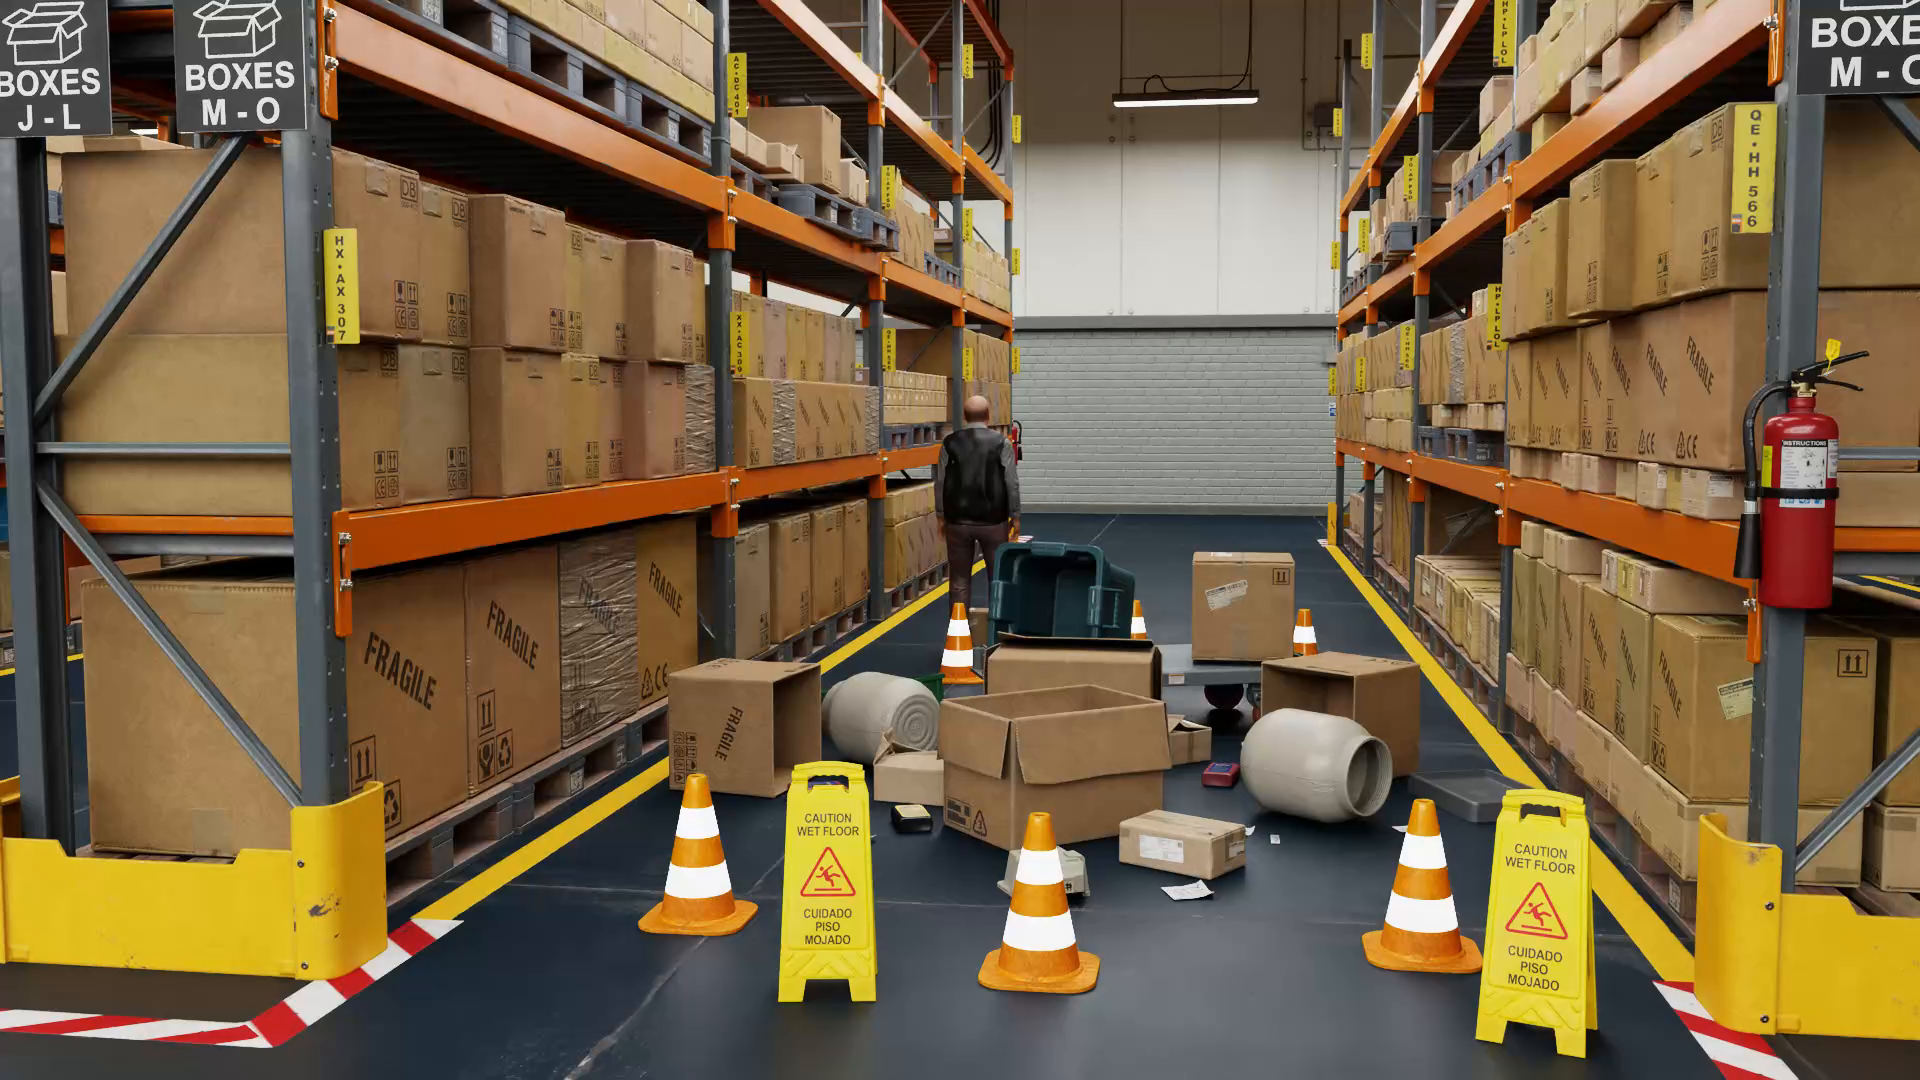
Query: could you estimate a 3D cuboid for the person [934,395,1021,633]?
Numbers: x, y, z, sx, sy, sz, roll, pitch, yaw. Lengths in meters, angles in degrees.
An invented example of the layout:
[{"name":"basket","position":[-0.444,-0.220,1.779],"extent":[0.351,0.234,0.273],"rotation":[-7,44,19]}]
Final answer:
[{"name":"person","position":[0.115,-0.132,11.123],"extent":[0.580,1.665,0.407],"rotation":[1,4,9]}]
